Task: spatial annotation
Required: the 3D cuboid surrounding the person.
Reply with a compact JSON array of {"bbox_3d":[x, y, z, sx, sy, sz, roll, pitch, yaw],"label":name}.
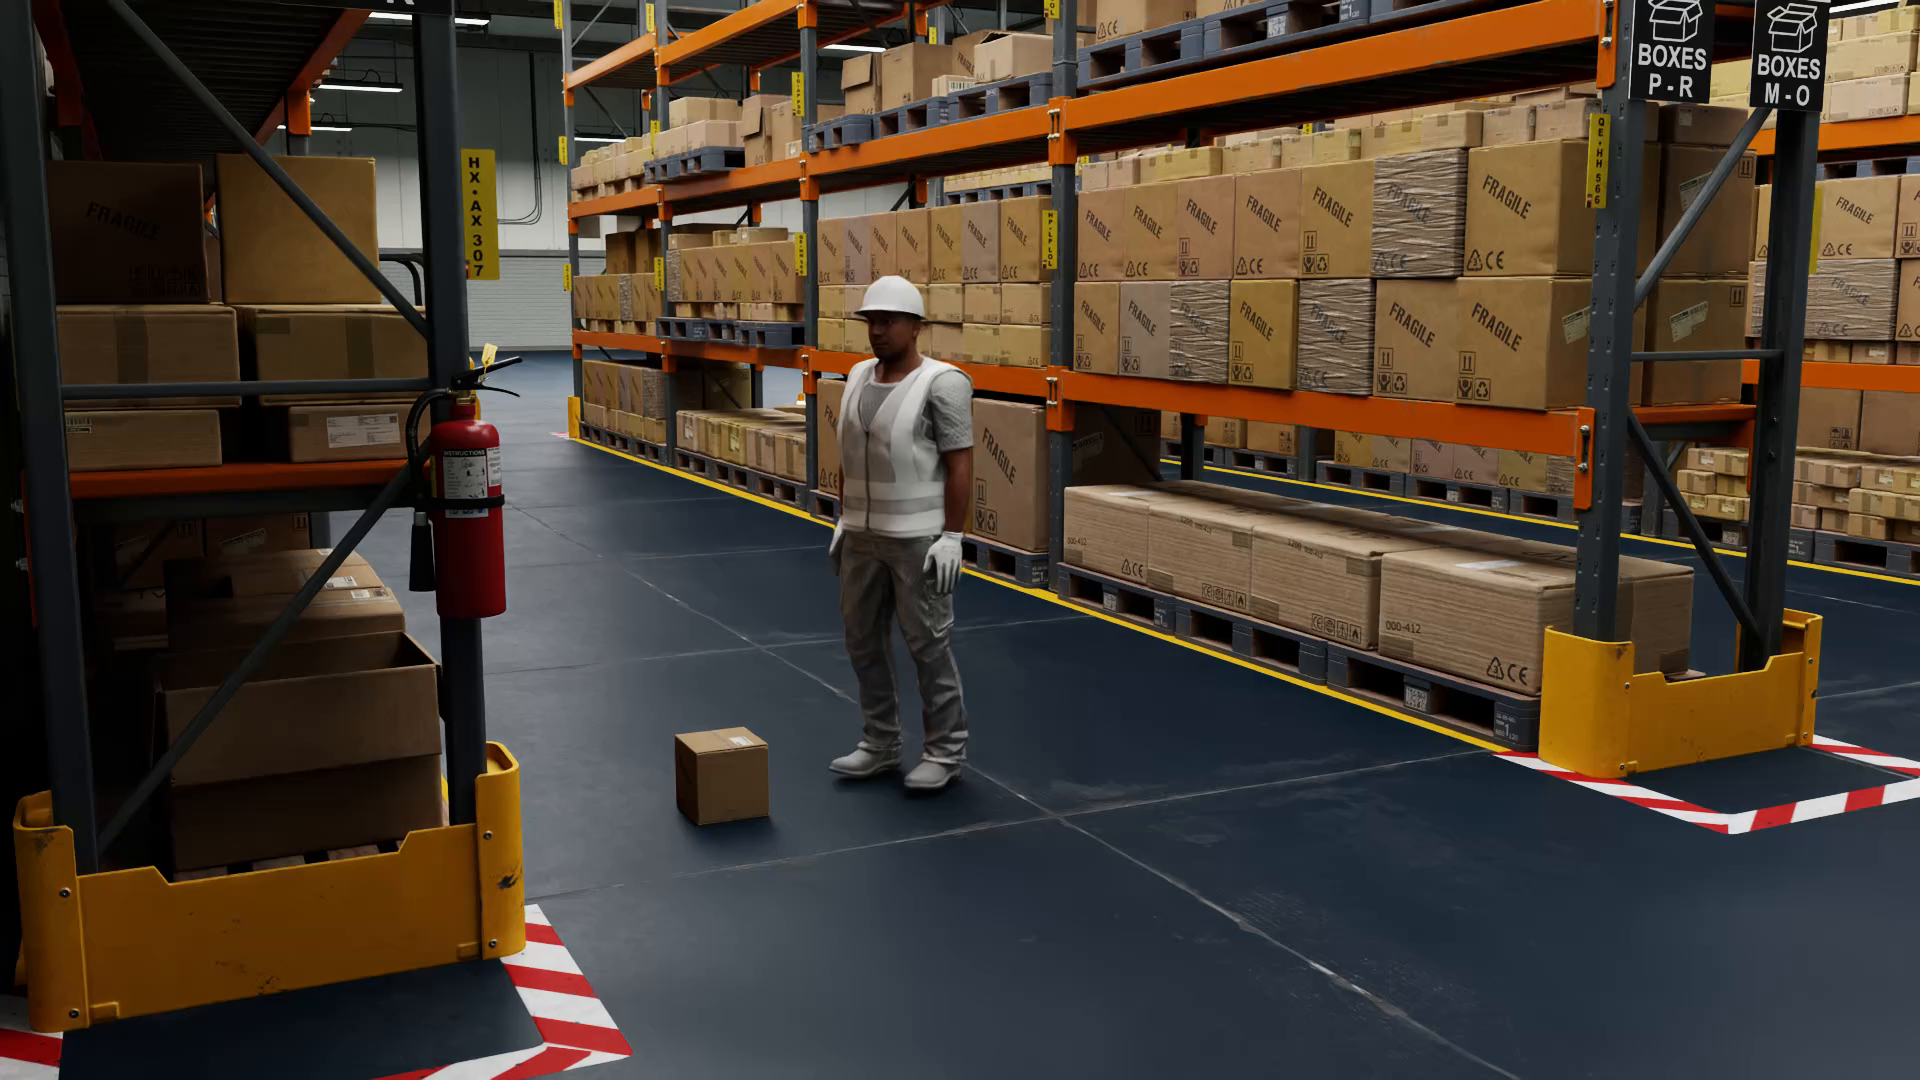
[{"bbox_3d":[-0.214,-0.021,5.785,0.596,1.776,0.398,7,11,39],"label":"person"}]
